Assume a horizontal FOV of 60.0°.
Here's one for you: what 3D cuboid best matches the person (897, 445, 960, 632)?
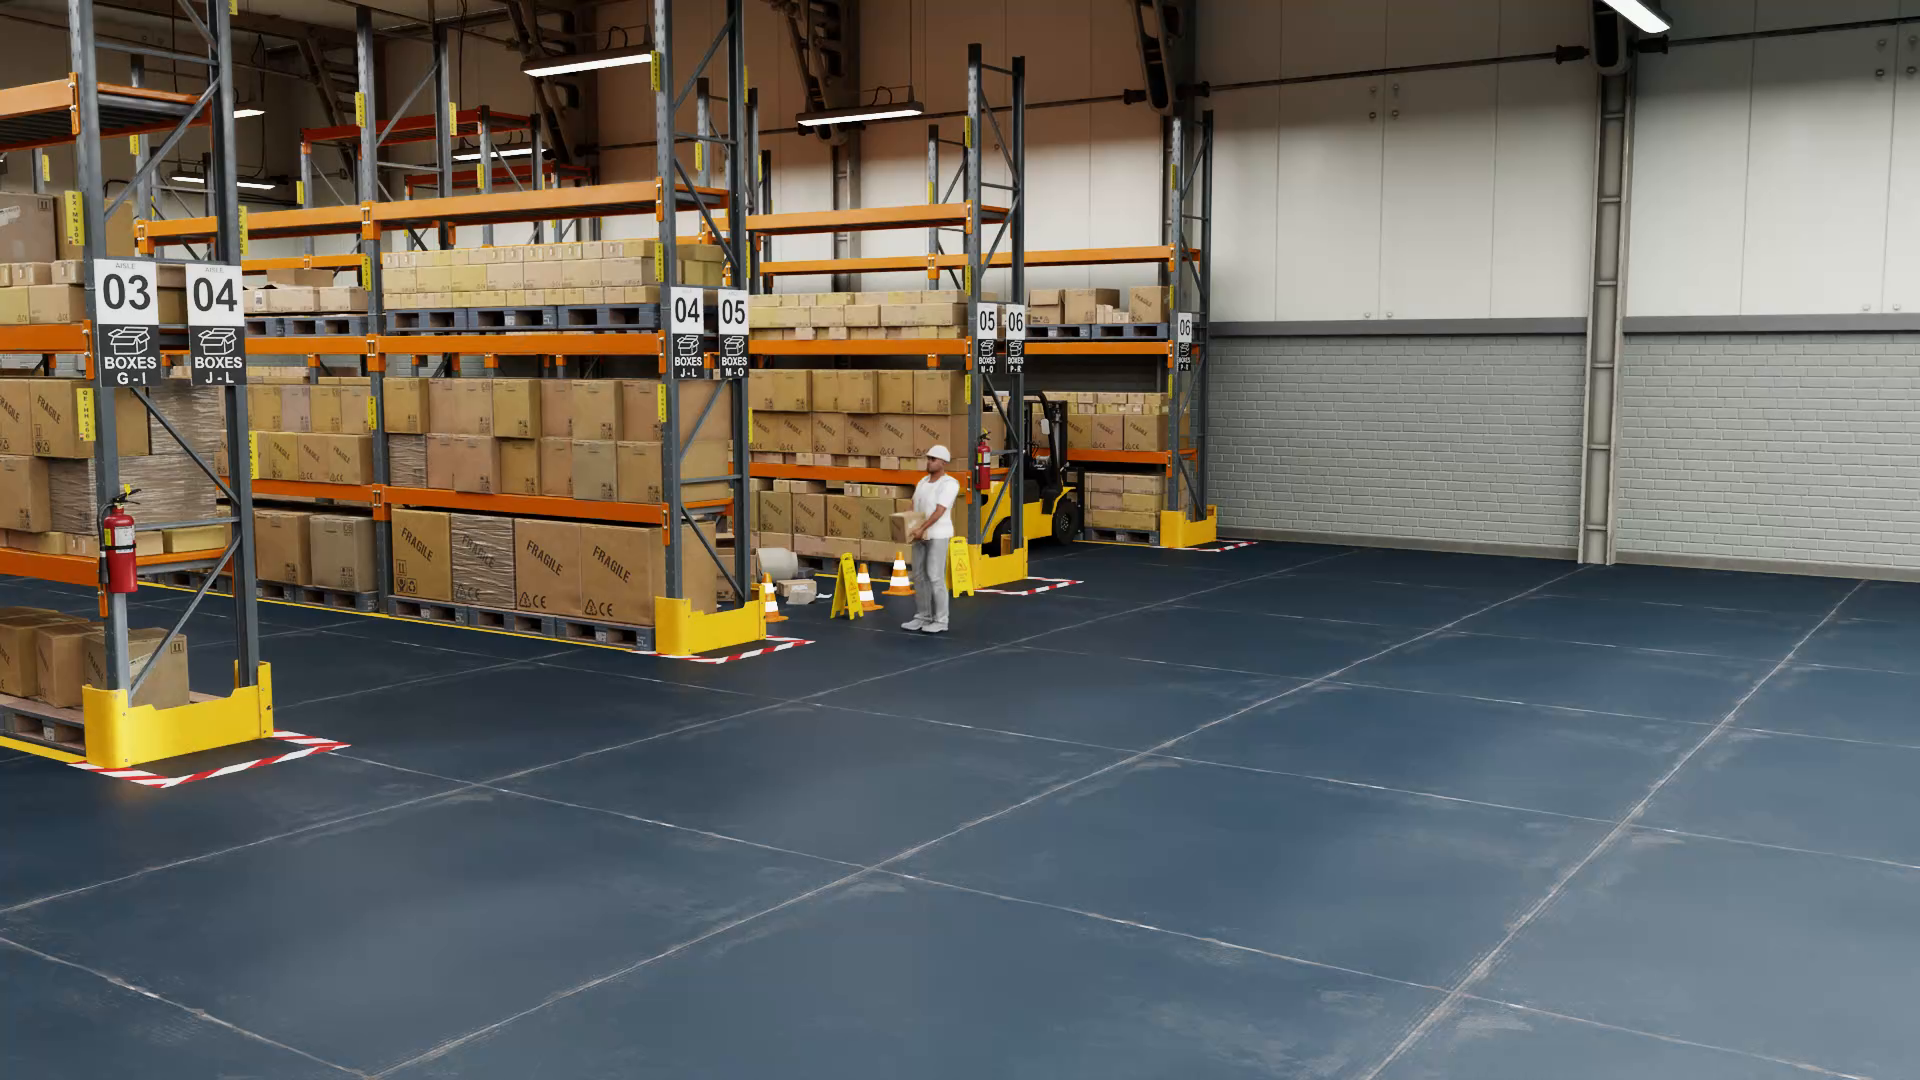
[{"bbox_3d":[-0.333,-0.012,15.779,0.573,1.769,0.513,-5,8,-38],"label":"person"}]
